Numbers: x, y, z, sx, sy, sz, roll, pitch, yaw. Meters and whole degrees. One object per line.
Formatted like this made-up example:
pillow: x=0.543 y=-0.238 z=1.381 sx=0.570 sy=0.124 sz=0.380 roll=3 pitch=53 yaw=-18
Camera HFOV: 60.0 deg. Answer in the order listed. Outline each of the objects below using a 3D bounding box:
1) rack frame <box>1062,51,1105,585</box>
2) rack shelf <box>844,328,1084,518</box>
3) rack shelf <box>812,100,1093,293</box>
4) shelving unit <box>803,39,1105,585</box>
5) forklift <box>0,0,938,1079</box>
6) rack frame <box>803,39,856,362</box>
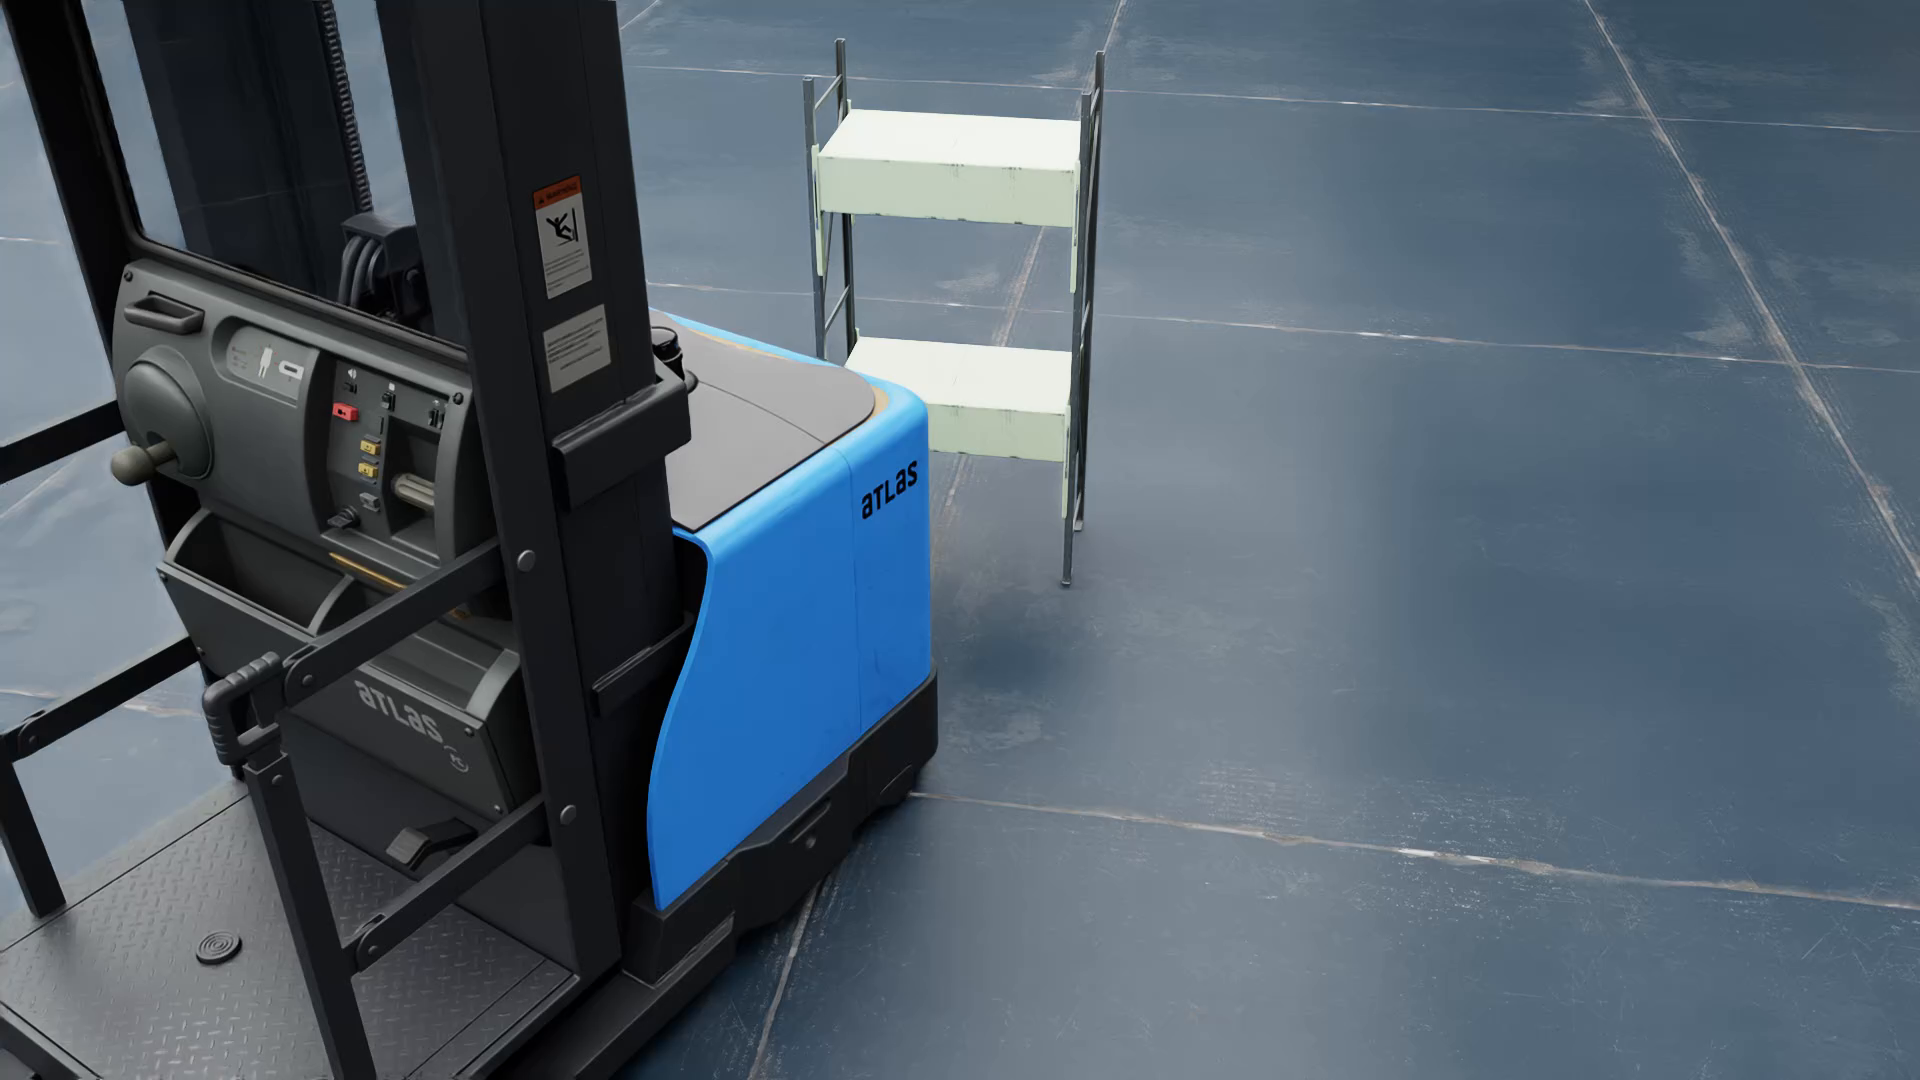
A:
rack frame: x=0.354 y=-0.604 z=4.801 sx=0.023 sy=1.500 sz=0.400 roll=5 pitch=32 yaw=8
rack shelf: x=-0.007 y=-0.360 z=5.026 sx=0.720 sy=0.370 sz=0.431 roll=5 pitch=32 yaw=8
rack shelf: x=-0.007 y=-0.967 z=4.646 sx=0.720 sy=0.370 sz=0.431 roll=5 pitch=32 yaw=8
shelving unit: x=-0.007 y=-0.636 z=4.853 sx=0.755 sy=1.500 sz=0.431 roll=5 pitch=32 yaw=8
forklift: x=-1.294 y=-0.161 z=2.745 sx=1.130 sy=2.935 sz=3.031 roll=20 pitch=37 yaw=28
rack frame: x=-0.367 y=-0.669 z=4.905 sx=0.023 sy=1.500 sz=0.400 roll=5 pitch=32 yaw=8
